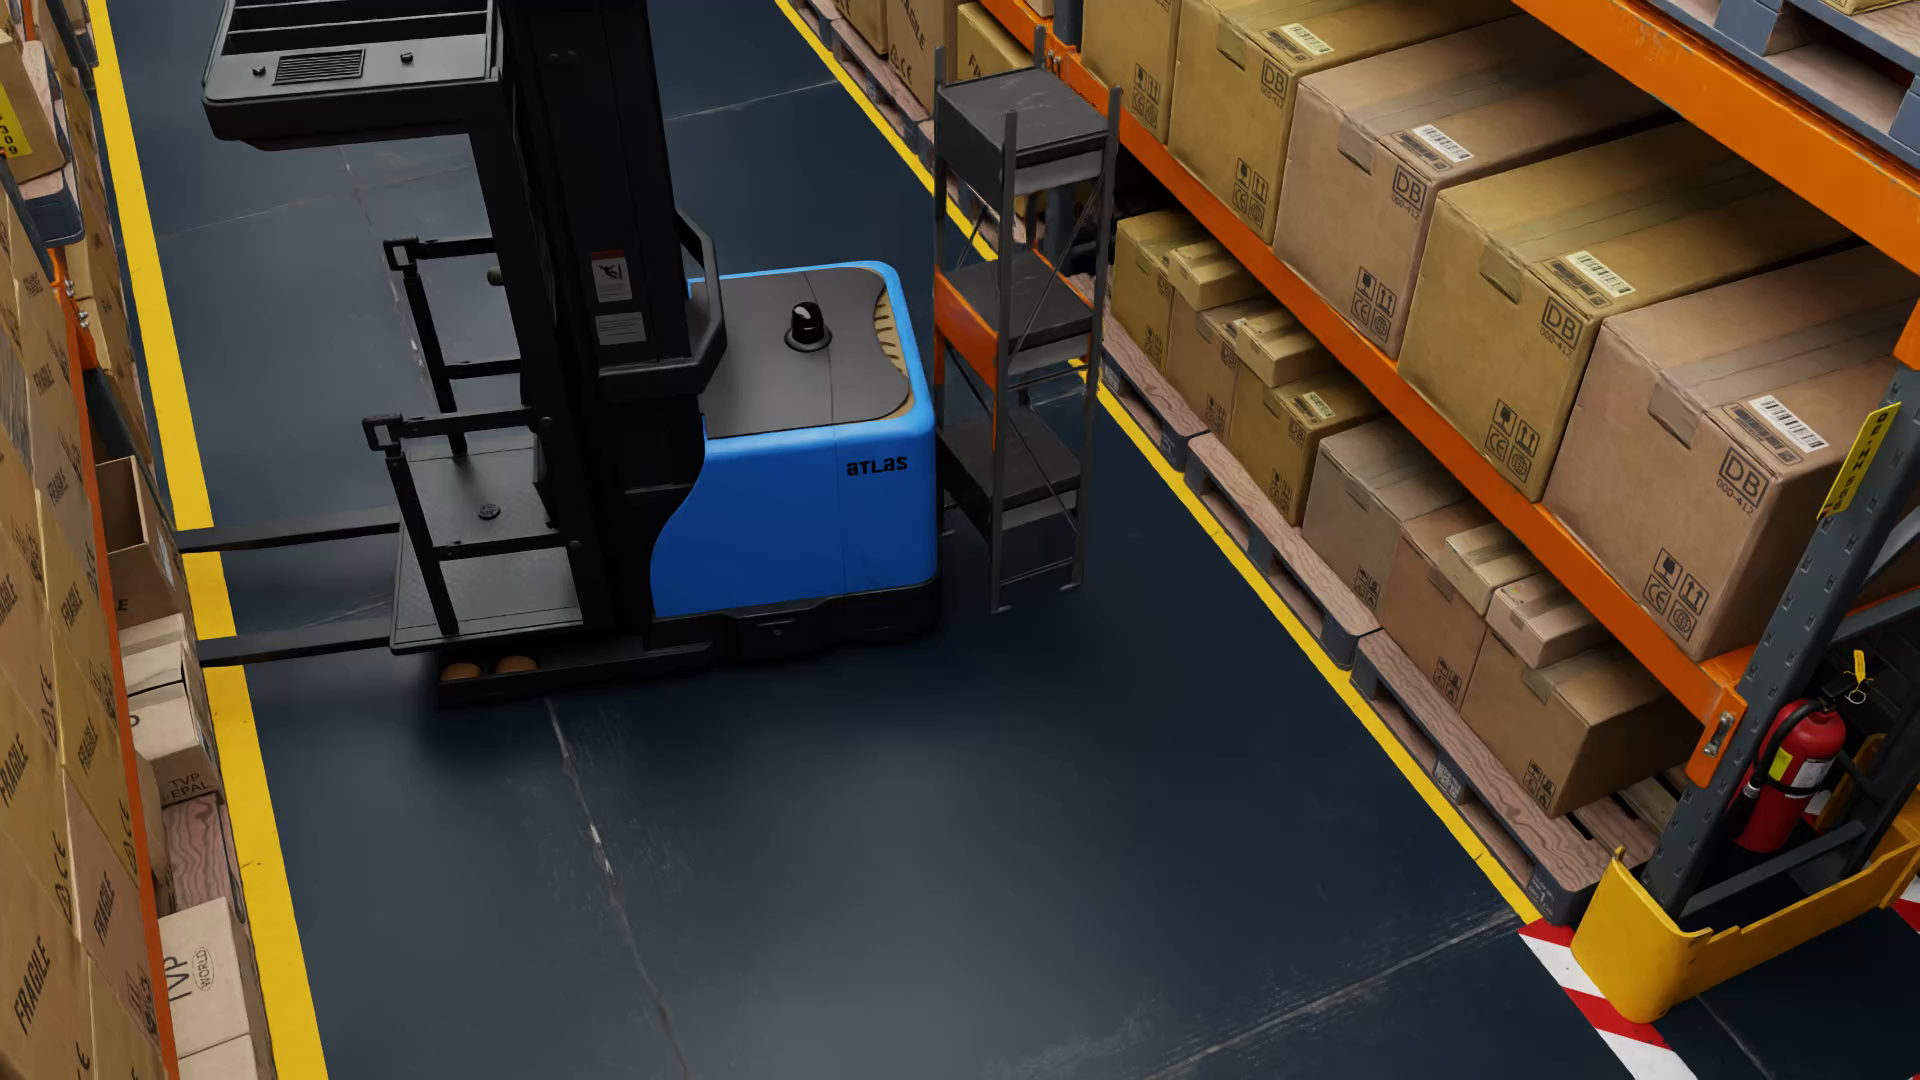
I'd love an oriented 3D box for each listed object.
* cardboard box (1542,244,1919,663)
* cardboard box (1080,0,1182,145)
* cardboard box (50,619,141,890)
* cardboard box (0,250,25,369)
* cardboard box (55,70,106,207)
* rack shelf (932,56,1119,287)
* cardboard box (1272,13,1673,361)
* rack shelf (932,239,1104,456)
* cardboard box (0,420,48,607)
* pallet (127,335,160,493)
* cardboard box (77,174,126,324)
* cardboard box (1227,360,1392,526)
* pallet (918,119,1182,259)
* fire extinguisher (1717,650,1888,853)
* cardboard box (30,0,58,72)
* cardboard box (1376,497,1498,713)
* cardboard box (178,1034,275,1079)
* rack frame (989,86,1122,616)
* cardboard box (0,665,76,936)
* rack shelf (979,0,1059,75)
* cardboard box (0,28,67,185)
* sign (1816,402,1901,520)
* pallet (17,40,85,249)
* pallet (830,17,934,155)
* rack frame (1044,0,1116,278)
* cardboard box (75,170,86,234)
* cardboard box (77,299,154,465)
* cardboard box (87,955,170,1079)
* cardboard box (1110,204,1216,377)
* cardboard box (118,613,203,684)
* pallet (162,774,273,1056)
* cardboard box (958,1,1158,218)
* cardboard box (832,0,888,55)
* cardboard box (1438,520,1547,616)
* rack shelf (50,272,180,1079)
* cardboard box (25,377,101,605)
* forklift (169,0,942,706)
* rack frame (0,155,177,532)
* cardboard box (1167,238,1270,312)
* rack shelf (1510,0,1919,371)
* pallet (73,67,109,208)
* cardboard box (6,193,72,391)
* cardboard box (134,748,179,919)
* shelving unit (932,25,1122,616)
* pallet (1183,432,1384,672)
[{"bbox_3d":[2.329,-0.261,4.666,0.980,0.700,0.700,-16,47,-16],"label":"cardboard box"},{"bbox_3d":[1.084,-2.138,6.567,0.980,0.700,0.700,-17,47,-17],"label":"cardboard box"},{"bbox_3d":[-2.318,0.589,3.947,0.500,0.500,0.500,-18,47,-18],"label":"cardboard box"},{"bbox_3d":[-2.957,-0.736,4.577,0.500,0.500,0.500,-19,48,-18],"label":"cardboard box"},{"bbox_3d":[-4.480,-1.876,7.982,0.500,0.500,0.500,-20,48,-19],"label":"cardboard box"},{"bbox_3d":[0.205,-1.220,5.486,0.431,0.518,0.480,-18,45,-20],"label":"rack shelf"},{"bbox_3d":[1.701,-1.210,5.627,0.980,0.700,0.700,-20,48,-19],"label":"cardboard box"},{"bbox_3d":[0.197,-0.694,5.948,0.431,0.518,0.480,-18,45,-20],"label":"rack shelf"},{"bbox_3d":[-2.534,-0.094,3.927,0.500,0.500,0.500,-18,48,-18],"label":"cardboard box"},{"bbox_3d":[-3.998,-0.431,7.036,1.003,0.211,1.213,-18,47,-17],"label":"pallet"},{"bbox_3d":[-4.042,-1.221,7.318,0.500,0.500,0.500,-17,47,-17],"label":"cardboard box"},{"bbox_3d":[1.514,-0.486,6.587,0.700,0.500,0.500,-17,47,-16],"label":"cardboard box"},{"bbox_3d":[0.478,-1.858,8.483,1.003,0.211,1.213,-18,47,-17],"label":"pallet"},{"bbox_3d":[2.198,0.560,4.367,0.296,0.674,0.183,-18,47,-17],"label":"fire extinguisher"},{"bbox_3d":[-4.670,-2.438,8.017,0.500,0.250,0.500,-16,47,-16],"label":"cardboard box"},{"bbox_3d":[1.957,0.172,5.920,0.700,0.500,0.500,-18,47,-18],"label":"cardboard box"},{"bbox_3d":[-2.122,1.706,4.530,0.500,0.250,0.500,-18,47,-17],"label":"cardboard box"},{"bbox_3d":[0.306,-0.559,5.775,0.400,2.100,0.015,-18,45,-20],"label":"rack frame"},{"bbox_3d":[-2.114,0.550,3.274,0.500,0.500,0.500,-18,47,-17],"label":"cardboard box"},{"bbox_3d":[0.030,-3.400,8.572,1.077,0.370,4.000,-18,47,-17],"label":"rack shelf"},{"bbox_3d":[-3.618,-1.469,5.733,0.700,0.500,0.500,-34,54,-30],"label":"cardboard box"},{"bbox_3d":[2.055,-0.178,3.801,0.100,0.325,0.005,-18,47,-17],"label":"sign"},{"bbox_3d":[-3.859,-1.389,6.159,1.003,0.211,1.213,-18,47,-17],"label":"pallet"},{"bbox_3d":[-0.039,-2.637,9.272,1.003,0.211,1.213,-18,47,-17],"label":"pallet"},{"bbox_3d":[0.871,-2.382,7.028,1.000,3.000,0.127,-18,47,-17],"label":"rack frame"},{"bbox_3d":[-4.025,-1.468,7.034,0.500,0.250,0.500,-18,47,-17],"label":"cardboard box"},{"bbox_3d":[-3.604,-0.563,6.652,0.500,0.500,0.500,-20,48,-19],"label":"cardboard box"},{"bbox_3d":[-1.887,1.237,3.290,0.500,0.500,0.500,-17,47,-17],"label":"cardboard box"},{"bbox_3d":[1.092,-1.134,7.245,0.700,0.500,0.500,-17,47,-17],"label":"cardboard box"},{"bbox_3d":[-2.913,0.442,5.882,0.380,0.149,0.250,-18,47,-17],"label":"cardboard box"},{"bbox_3d":[-2.817,1.293,5.290,1.003,0.211,1.213,-18,47,-17],"label":"pallet"},{"bbox_3d":[0.480,-2.142,8.016,0.750,0.750,0.750,-18,47,-17],"label":"cardboard box"},{"bbox_3d":[-0.258,-3.247,9.137,0.750,0.750,0.750,-18,47,-18],"label":"cardboard box"},{"bbox_3d":[1.840,0.070,5.563,0.380,0.149,0.250,-17,47,-16],"label":"cardboard box"},{"bbox_3d":[-2.781,0.614,4.504,1.077,0.370,4.000,-18,47,-17],"label":"rack shelf"},{"bbox_3d":[-2.743,-0.054,4.598,0.500,0.500,0.500,-17,47,-17],"label":"cardboard box"},{"bbox_3d":[-1.637,-0.837,5.511,3.031,2.935,1.130,-7,45,-7],"label":"forklift"},{"bbox_3d":[-3.622,-0.916,5.543,1.000,3.000,0.127,-18,47,-17],"label":"rack frame"},{"bbox_3d":[1.071,-1.093,6.741,0.380,0.149,0.250,-17,47,-16],"label":"cardboard box"},{"bbox_3d":[1.712,-1.919,4.935,1.077,0.370,4.000,-18,47,-17],"label":"rack shelf"},{"bbox_3d":[-5.024,-1.986,8.612,1.003,0.211,1.213,-18,47,-17],"label":"pallet"},{"bbox_3d":[-3.179,-0.709,5.262,0.500,0.500,0.500,-17,47,-17],"label":"cardboard box"},{"bbox_3d":[-2.827,1.011,5.053,0.797,0.503,0.637,-18,47,-17],"label":"cardboard box"},{"bbox_3d":[0.197,-0.704,5.939,0.431,2.100,0.503,-18,45,-20],"label":"shelving unit"},{"bbox_3d":[1.637,-0.103,6.704,1.003,0.211,1.213,-18,47,-17],"label":"pallet"}]
